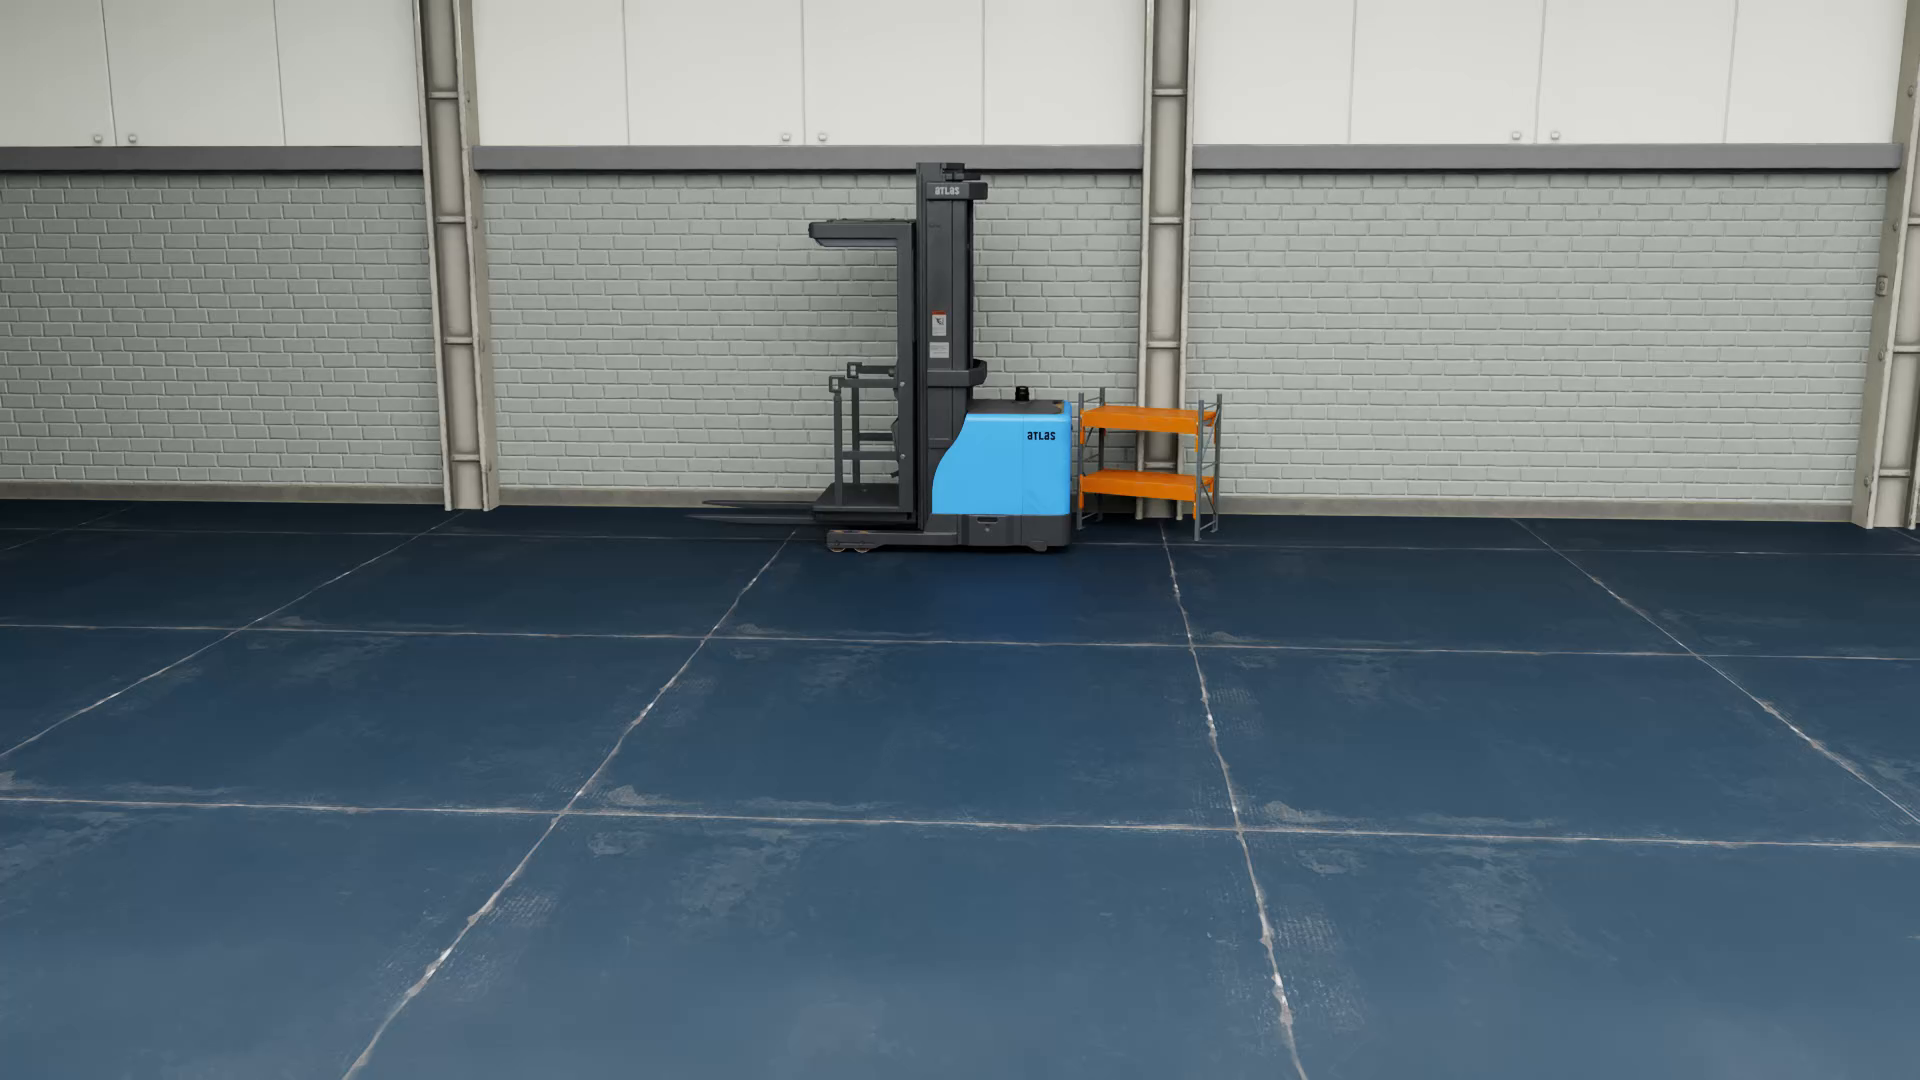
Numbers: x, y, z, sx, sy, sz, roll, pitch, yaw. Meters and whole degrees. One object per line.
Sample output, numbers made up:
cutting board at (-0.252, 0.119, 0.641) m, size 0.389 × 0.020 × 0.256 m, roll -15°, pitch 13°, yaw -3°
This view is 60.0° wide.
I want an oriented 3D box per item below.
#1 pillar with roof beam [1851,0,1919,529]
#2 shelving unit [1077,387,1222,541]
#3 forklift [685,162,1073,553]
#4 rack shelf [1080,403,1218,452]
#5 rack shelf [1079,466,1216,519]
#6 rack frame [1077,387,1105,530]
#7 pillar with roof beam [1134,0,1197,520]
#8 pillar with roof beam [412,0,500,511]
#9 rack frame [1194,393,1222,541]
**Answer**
pillar with roof beam at (7.397, -3.649, 8.732) m, size 0.400 × 9.000 × 9.100 m, roll 1°, pitch 12°, yaw 4°
shelving unit at (1.538, -0.636, 13.559) m, size 1.048 × 1.125 × 0.538 m, roll 6°, pitch 13°, yaw 26°
forklift at (-0.628, -1.444, 13.013) m, size 3.031 × 2.935 × 1.130 m, roll 1°, pitch 12°, yaw 4°
rack shelf at (1.538, -0.922, 13.499) m, size 1.000 × 0.278 × 0.538 m, roll 6°, pitch 13°, yaw 26°
rack shelf at (1.538, -0.396, 13.609) m, size 1.000 × 0.278 × 0.538 m, roll 6°, pitch 13°, yaw 26°
rack frame at (1.084, -0.682, 13.783) m, size 0.032 × 1.125 × 0.500 m, roll 6°, pitch 13°, yaw 26°
pillar with roof beam at (1.410, -3.731, 9.125) m, size 0.400 × 9.000 × 9.100 m, roll 1°, pitch 12°, yaw 4°
pillar with roof beam at (-4.577, -3.813, 9.517) m, size 0.400 × 9.000 × 9.100 m, roll 1°, pitch 12°, yaw 4°
rack frame at (1.992, -0.589, 13.334) m, size 0.032 × 1.125 × 0.500 m, roll 6°, pitch 13°, yaw 26°
